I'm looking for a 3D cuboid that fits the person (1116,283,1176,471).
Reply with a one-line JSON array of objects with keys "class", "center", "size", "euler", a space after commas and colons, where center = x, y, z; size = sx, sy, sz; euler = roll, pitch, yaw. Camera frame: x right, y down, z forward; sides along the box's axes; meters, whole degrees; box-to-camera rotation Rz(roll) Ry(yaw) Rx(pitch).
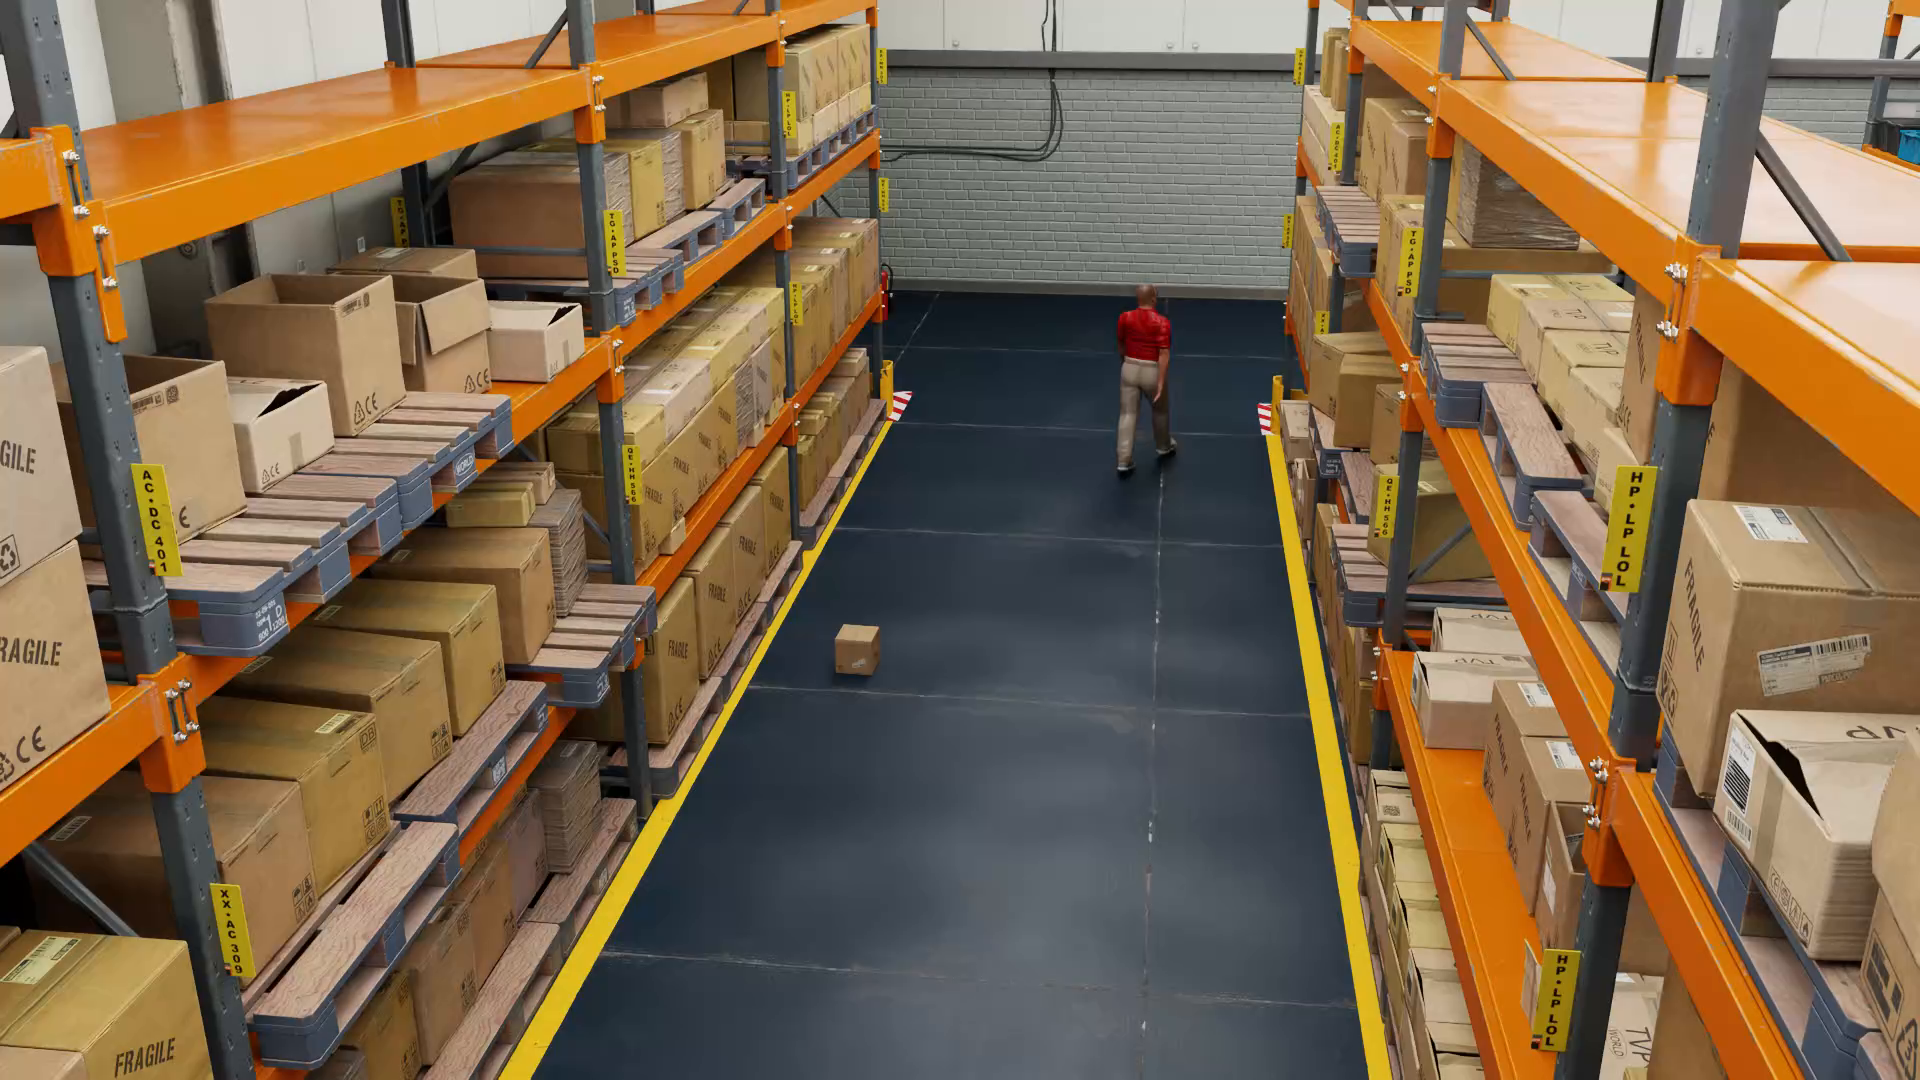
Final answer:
[{"class": "person", "center": [1.681, -1.523, 15.039], "size": [0.531, 1.662, 1.020], "euler": [8, 22, 20]}]
